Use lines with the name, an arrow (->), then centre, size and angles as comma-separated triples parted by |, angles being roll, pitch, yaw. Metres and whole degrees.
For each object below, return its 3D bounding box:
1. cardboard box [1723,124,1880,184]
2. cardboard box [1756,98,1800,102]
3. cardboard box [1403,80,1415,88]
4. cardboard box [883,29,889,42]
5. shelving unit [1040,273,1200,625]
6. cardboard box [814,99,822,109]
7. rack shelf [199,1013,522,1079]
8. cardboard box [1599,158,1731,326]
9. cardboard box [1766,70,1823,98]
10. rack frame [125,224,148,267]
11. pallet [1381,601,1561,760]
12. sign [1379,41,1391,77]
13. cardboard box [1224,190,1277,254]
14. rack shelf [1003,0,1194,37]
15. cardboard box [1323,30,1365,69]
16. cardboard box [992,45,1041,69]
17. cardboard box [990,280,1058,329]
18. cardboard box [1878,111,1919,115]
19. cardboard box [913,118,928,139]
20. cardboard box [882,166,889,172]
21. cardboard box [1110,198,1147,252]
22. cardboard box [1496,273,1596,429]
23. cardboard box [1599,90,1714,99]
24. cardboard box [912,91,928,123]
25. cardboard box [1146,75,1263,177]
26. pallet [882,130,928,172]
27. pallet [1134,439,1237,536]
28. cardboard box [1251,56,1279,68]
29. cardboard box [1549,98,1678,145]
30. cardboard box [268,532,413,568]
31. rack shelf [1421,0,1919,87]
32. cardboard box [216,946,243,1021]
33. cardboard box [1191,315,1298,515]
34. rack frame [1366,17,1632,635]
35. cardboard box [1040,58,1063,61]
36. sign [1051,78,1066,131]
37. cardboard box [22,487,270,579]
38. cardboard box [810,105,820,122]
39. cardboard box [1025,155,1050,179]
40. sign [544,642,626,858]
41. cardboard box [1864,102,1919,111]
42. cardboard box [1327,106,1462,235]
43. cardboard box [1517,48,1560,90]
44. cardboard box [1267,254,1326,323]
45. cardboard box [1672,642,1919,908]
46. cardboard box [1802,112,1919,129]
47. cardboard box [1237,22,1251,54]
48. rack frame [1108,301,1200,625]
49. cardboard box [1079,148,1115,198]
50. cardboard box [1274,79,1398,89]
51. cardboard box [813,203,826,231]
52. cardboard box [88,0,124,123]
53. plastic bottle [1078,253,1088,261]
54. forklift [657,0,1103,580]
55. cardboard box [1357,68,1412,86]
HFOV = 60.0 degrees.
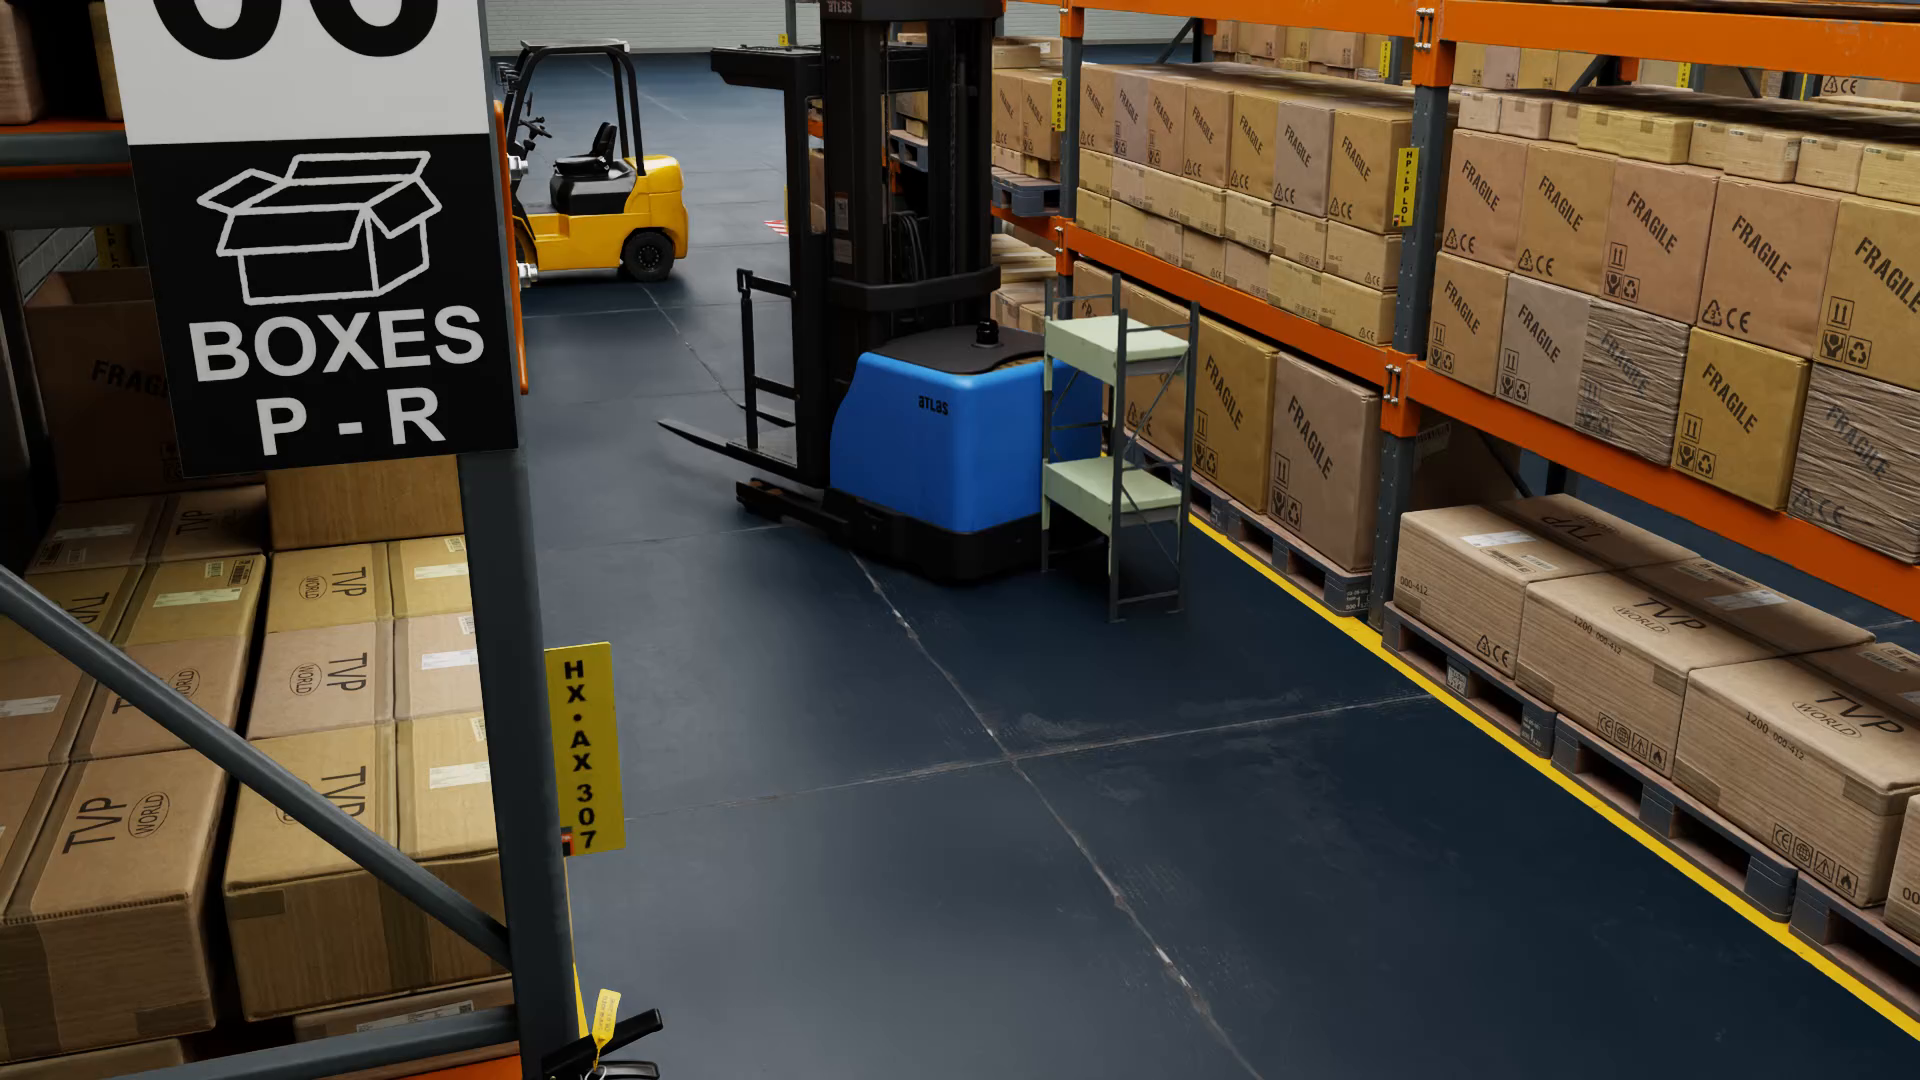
cardboard box -> 2.716, -1.249, 5.371 | 0.380, 0.149, 0.250 | -6, 21, -17
cardboard box -> 5.776, -3.077, 11.917 | 0.380, 0.149, 0.250 | -6, 21, -17
cardboard box -> 4.465, -4.022, 15.528 | 0.500, 0.500, 0.500 | -6, 21, -17
cardboard box -> -0.316, -4.766, 15.680 | 0.700, 0.500, 0.500 | -7, 21, -18
shelving unit -> 0.741, -0.451, 7.954 | 0.431, 1.500, 0.755 | -8, 21, -22
cardboard box -> -1.156, -4.573, 16.624 | 0.500, 0.500, 0.500 | -7, 21, -18
rack shelf -> -1.680, 0.463, 4.255 | 1.077, 0.370, 4.000 | -6, 21, -17
cardboard box -> 2.626, -1.057, 5.795 | 0.500, 0.500, 0.500 | -6, 21, -16
cardboard box -> 9.213, -5.004, 17.824 | 0.875, 0.500, 0.500 | -6, 21, -17
rack frame -> -2.308, -0.518, 5.920 | 1.000, 3.000, 0.127 | -6, 21, -17
pallet -> 2.567, 0.518, 7.161 | 1.003, 0.211, 1.213 | -6, 21, -17
sign -> 4.029, -4.557, 15.769 | 0.100, 0.325, 0.005 | -6, 21, -17
cardboard box -> 1.701, -1.652, 8.560 | 0.500, 0.250, 0.500 | -6, 21, -16
rack shelf -> 0.517, -4.045, 12.367 | 1.077, 0.370, 4.000 | -6, 21, -17
cardboard box -> 4.189, -5.037, 16.683 | 0.875, 0.550, 0.550 | -6, 21, -17
cardboard box -> 0.363, -3.515, 12.096 | 0.380, 0.149, 0.250 | -7, 21, -20
cardboard box -> 0.738, -1.709, 12.503 | 0.950, 0.372, 0.625 | -7, 21, -18
cardboard box -> 6.104, -2.742, 10.983 | 0.380, 0.149, 0.250 | -5, 20, -15
cardboard box -> -0.168, -3.401, 13.698 | 0.380, 0.149, 0.250 | -6, 21, -16
cardboard box -> -0.876, -3.358, 16.165 | 0.500, 0.500, 0.500 | -5, 20, -14
cardboard box -> 1.239, -1.913, 10.026 | 0.500, 0.250, 0.500 | -7, 21, -19
cardboard box -> 2.456, -0.753, 6.427 | 0.500, 0.500, 0.500 | -6, 21, -17
cardboard box -> 2.781, -1.708, 6.648 | 0.380, 0.149, 0.250 | -6, 21, -16
cardboard box -> -0.079, -3.657, 13.450 | 0.500, 0.500, 0.500 | -6, 21, -17
cardboard box -> 1.381, -2.337, 9.360 | 0.500, 0.500, 0.500 | -6, 21, -16
pallet -> -0.010, -3.262, 13.846 | 1.003, 0.211, 1.213 | -6, 21, -17
pallet -> 1.701, -0.366, 9.622 | 1.003, 0.211, 1.213 | -6, 21, -17
cardboard box -> 3.708, -5.045, 18.302 | 0.875, 0.550, 0.550 | -6, 21, -17
cardboard box -> 2.472, -1.582, 6.297 | 0.380, 0.149, 0.250 | -7, 21, -18
cardboard box -> -1.440, 0.036, 4.160 | 0.500, 0.250, 0.500 | -7, 21, -19
rack shelf -> 3.031, -1.478, 5.220 | 1.077, 0.370, 4.000 | -6, 21, -17
cardboard box -> -1.431, 0.718, 2.851 | 0.380, 0.149, 0.250 | -6, 21, -16
cardboard box -> 1.841, -0.723, 9.015 | 0.875, 0.875, 0.875 | -6, 21, -16
rack frame -> 2.403, -1.046, 7.392 | 1.000, 3.000, 0.127 | -6, 21, -17
cardboard box -> 0.565, -3.549, 13.151 | 0.500, 0.500, 0.500 | -6, 21, -15
sign -> 0.633, -2.777, 10.614 | 0.100, 0.325, 0.005 | -6, 21, -17
cardboard box -> -1.924, 0.084, 4.026 | 0.500, 0.250, 0.500 | -6, 21, -17
cardboard box -> -1.323, -4.388, 17.068 | 0.380, 0.149, 0.250 | -6, 21, -16
cardboard box -> 0.666, -2.568, 11.379 | 0.380, 0.149, 0.250 | -6, 21, -16
sign -> -0.536, 0.301, 2.361 | 0.100, 0.325, 0.005 | -6, 21, -17
cardboard box -> 6.561, -2.974, 11.630 | 0.380, 0.149, 0.250 | -6, 21, -16
cardboard box -> 2.024, -1.681, 7.531 | 0.500, 0.500, 0.500 | -6, 21, -15
cardboard box -> 5.197, -4.041, 14.104 | 0.700, 0.500, 0.500 | -7, 21, -18
cardboard box -> 1.863, -1.256, 8.199 | 0.500, 0.250, 0.500 | -7, 21, -18
cardboard box -> 3.062, 0.752, 5.555 | 0.875, 0.438, 0.875 | -6, 21, -16
cardboard box -> 3.143, -1.387, 5.754 | 0.380, 0.149, 0.250 | -7, 21, -18
cardboard box -> 3.639, -5.744, 18.653 | 0.875, 0.550, 0.550 | -6, 21, -17
rack frame -> 0.886, -0.338, 7.638 | 0.400, 1.500, 0.023 | -8, 21, -22
cardboard box -> 1.070, -2.306, 10.381 | 0.500, 0.250, 0.500 | -7, 21, -18
cardboard box -> 2.027, -2.222, 9.039 | 0.500, 0.500, 0.500 | -7, 21, -18
cardboard box -> -1.225, -3.348, 17.246 | 0.500, 0.250, 0.500 | -6, 21, -15
cardboard box -> -0.930, -0.654, 2.235 | 0.380, 0.149, 0.250 | -6, 21, -16
plastic bottle -> 1.263, -2.844, 16.744 | 0.133, 0.061, 0.283 | -3, 20, -8
forklift -> -0.612, -1.601, 9.038 | 1.130, 2.935, 3.031 | -17, 26, -39
cardboard box -> 4.428, -4.360, 16.395 | 0.875, 0.550, 0.550 | -6, 21, -17
